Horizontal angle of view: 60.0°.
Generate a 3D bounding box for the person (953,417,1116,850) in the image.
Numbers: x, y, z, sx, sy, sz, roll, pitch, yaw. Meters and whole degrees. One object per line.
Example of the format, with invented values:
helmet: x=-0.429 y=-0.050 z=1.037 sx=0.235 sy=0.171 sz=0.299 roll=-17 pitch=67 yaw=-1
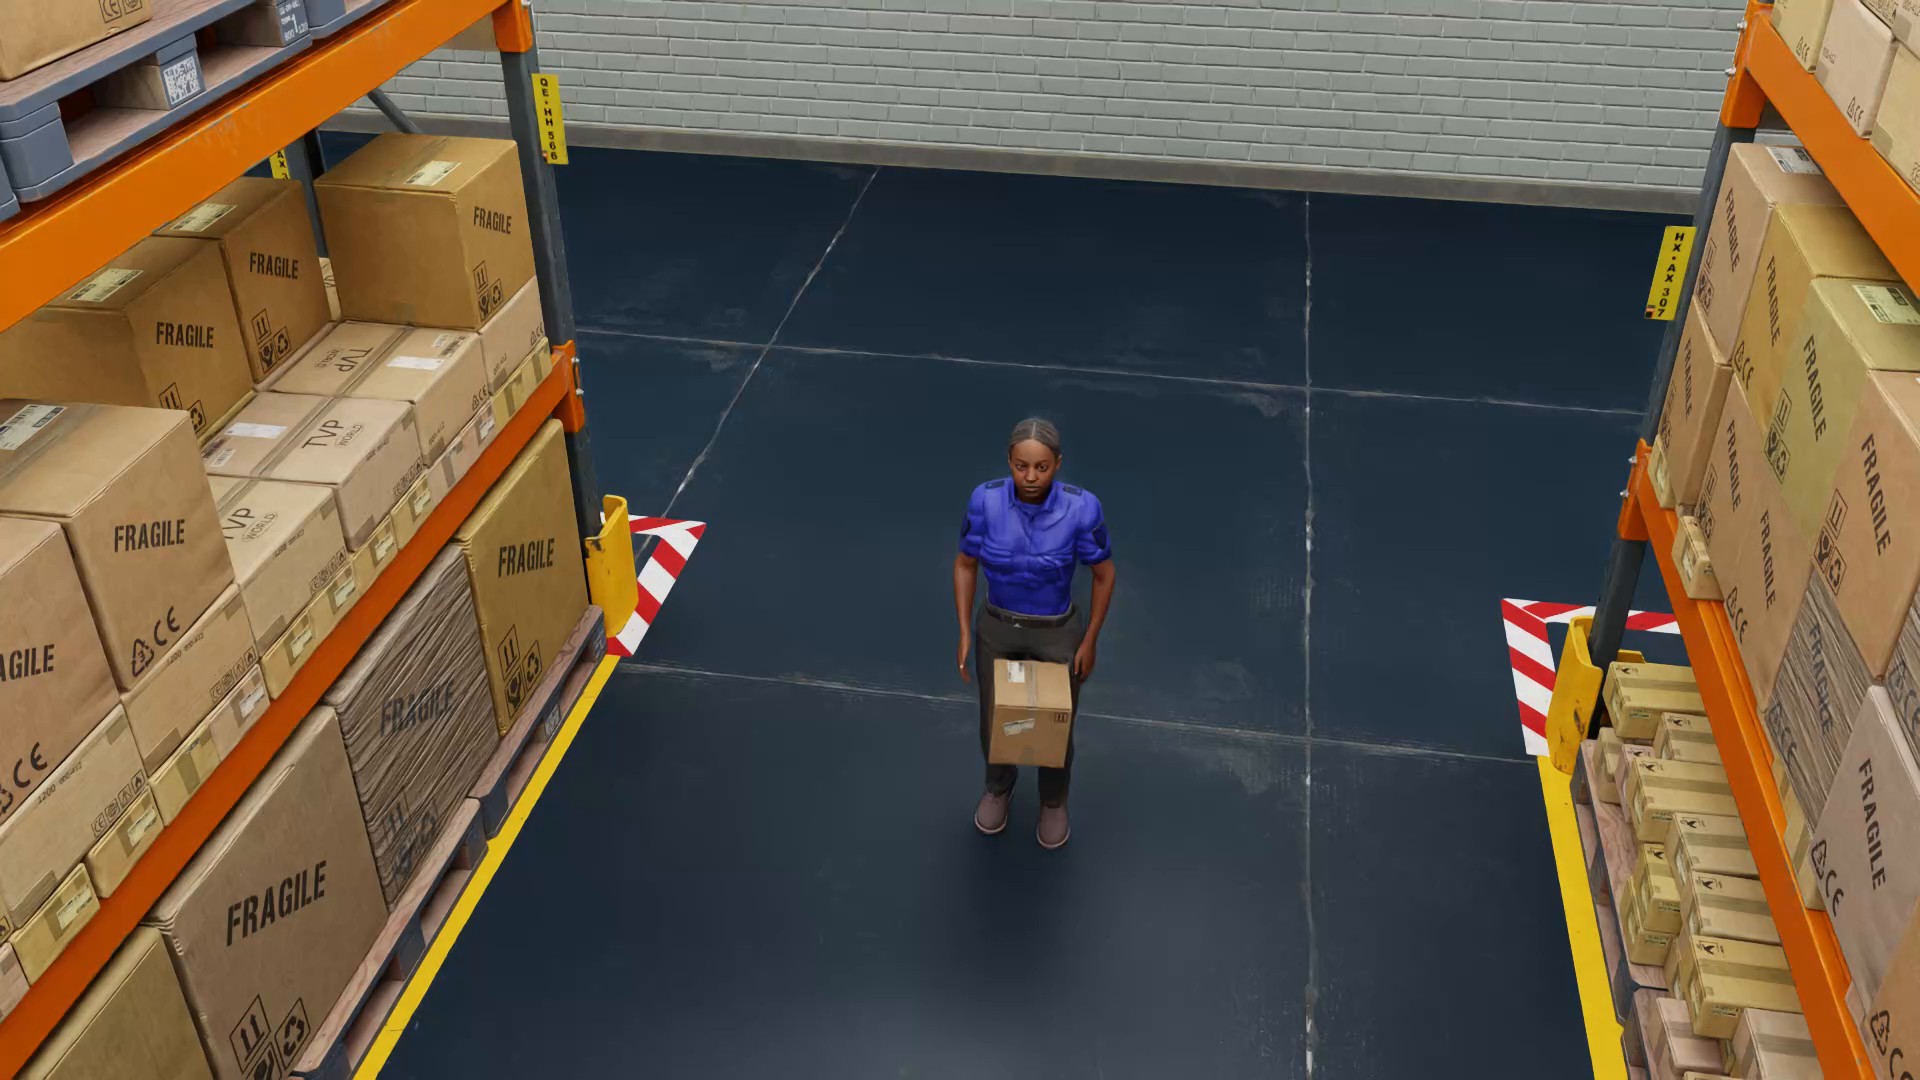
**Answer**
person: x=0.235 y=0.348 z=5.607 sx=0.543 sy=1.651 sz=0.420 roll=6 pitch=33 yaw=10
